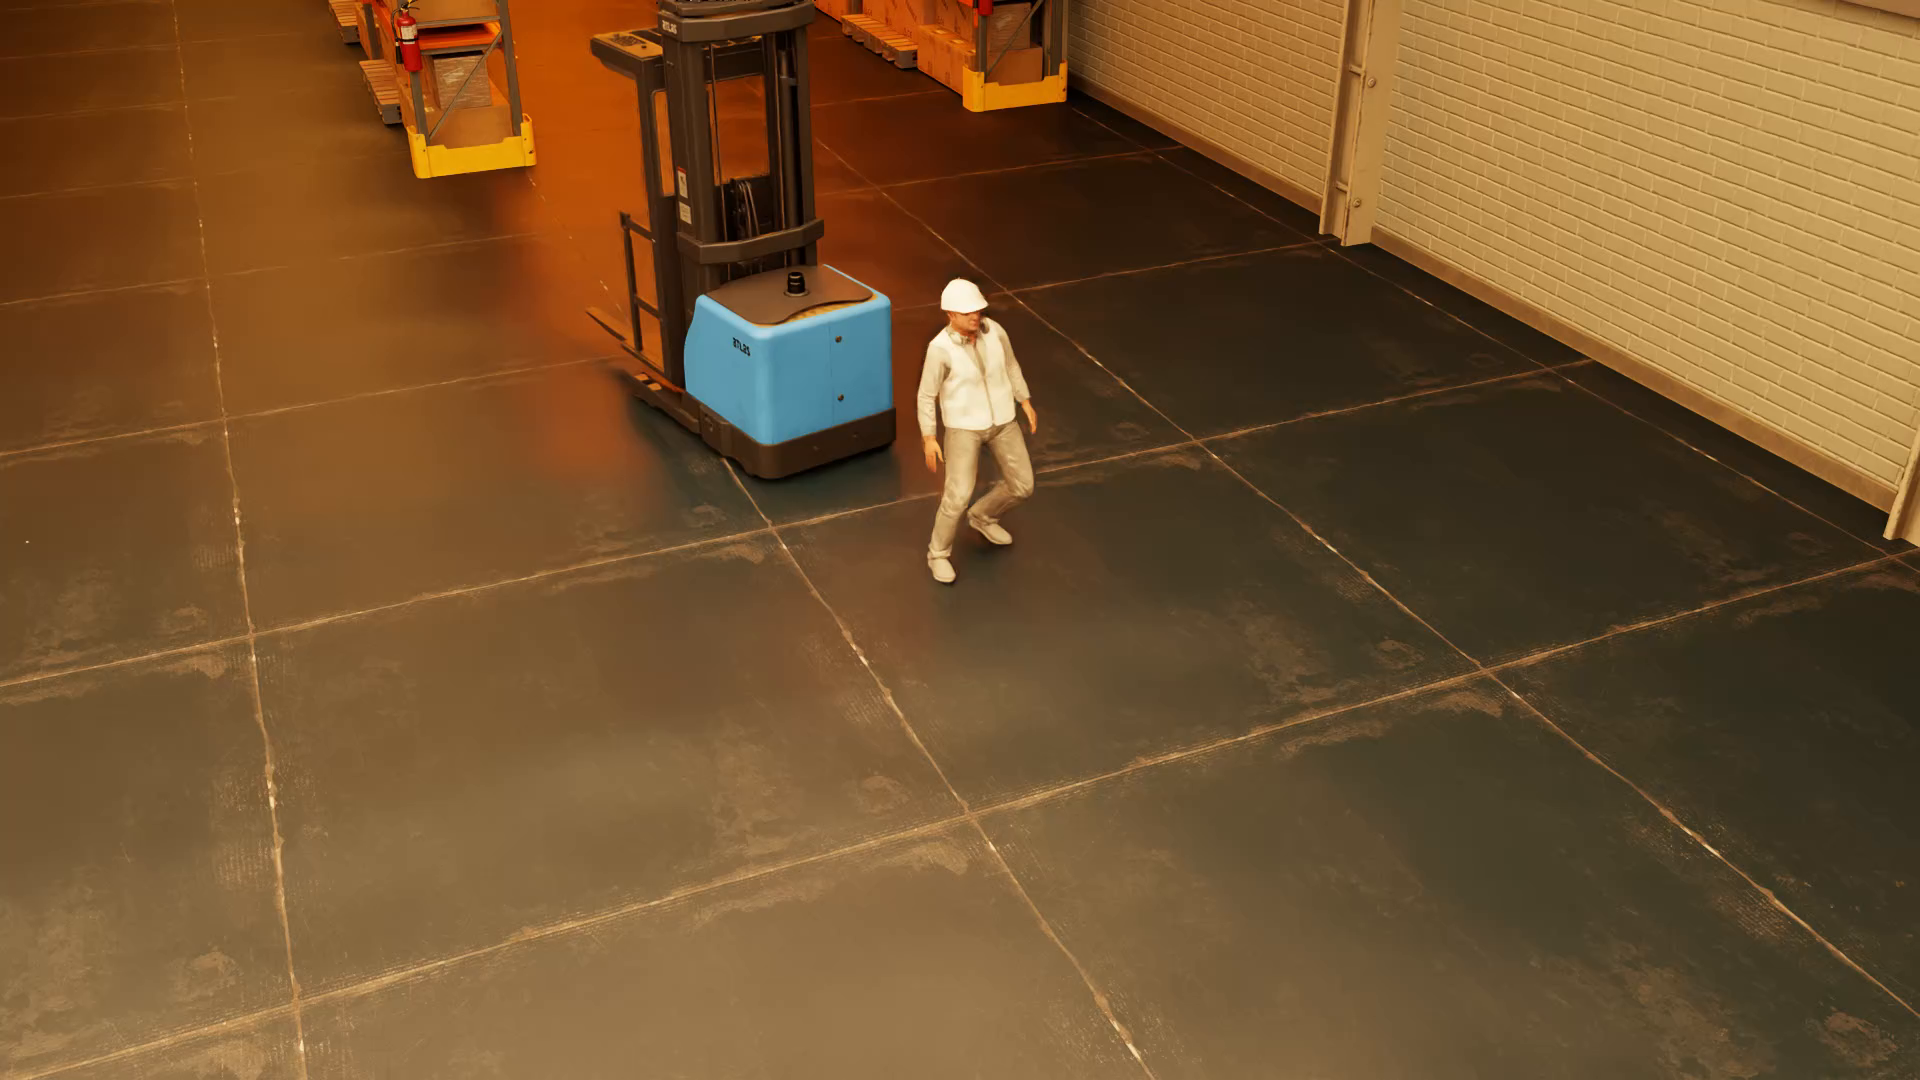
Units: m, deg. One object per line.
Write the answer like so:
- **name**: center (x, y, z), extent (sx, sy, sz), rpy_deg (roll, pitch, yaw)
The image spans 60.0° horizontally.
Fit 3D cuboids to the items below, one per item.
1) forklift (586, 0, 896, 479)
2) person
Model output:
- **forklift**: center (-1.700, -2.337, 11.206), extent (1.130, 2.935, 3.031), rpy_deg (-20, 35, -31)
- **person**: center (0.072, -0.659, 9.530), extent (0.755, 1.688, 0.573), rpy_deg (-15, 33, -25)
